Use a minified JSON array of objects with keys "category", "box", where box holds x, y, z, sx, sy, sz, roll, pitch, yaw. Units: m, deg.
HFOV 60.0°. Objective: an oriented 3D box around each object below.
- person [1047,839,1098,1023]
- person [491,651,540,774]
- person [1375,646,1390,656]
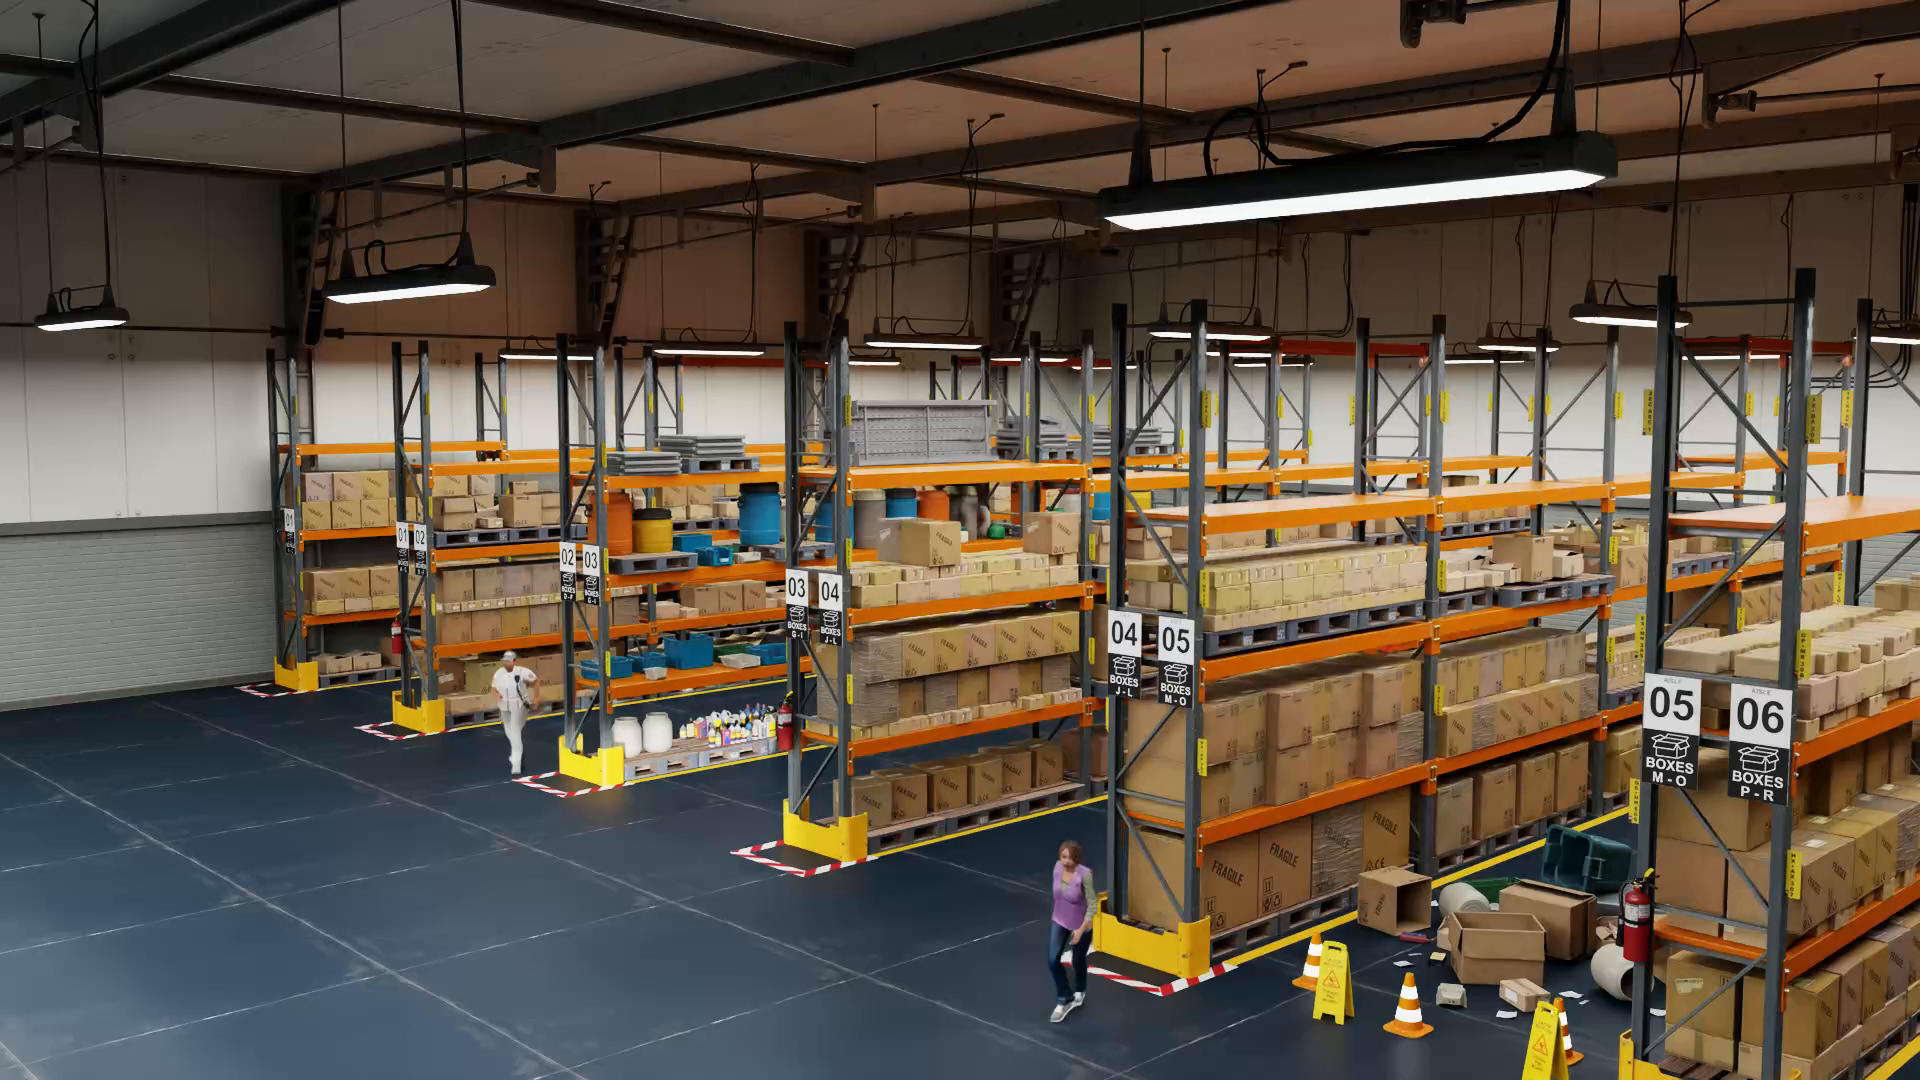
[{"category":"person","box":[0.968,3.201,13.769,0.453,1.542,0.812,2,5,23]},{"category":"person","box":[-6.154,2.358,23.063,0.620,1.697,0.822,1,5,11]},{"category":"person","box":[5.856,2.264,23.364,0.570,1.750,0.774,-3,6,-30]}]
